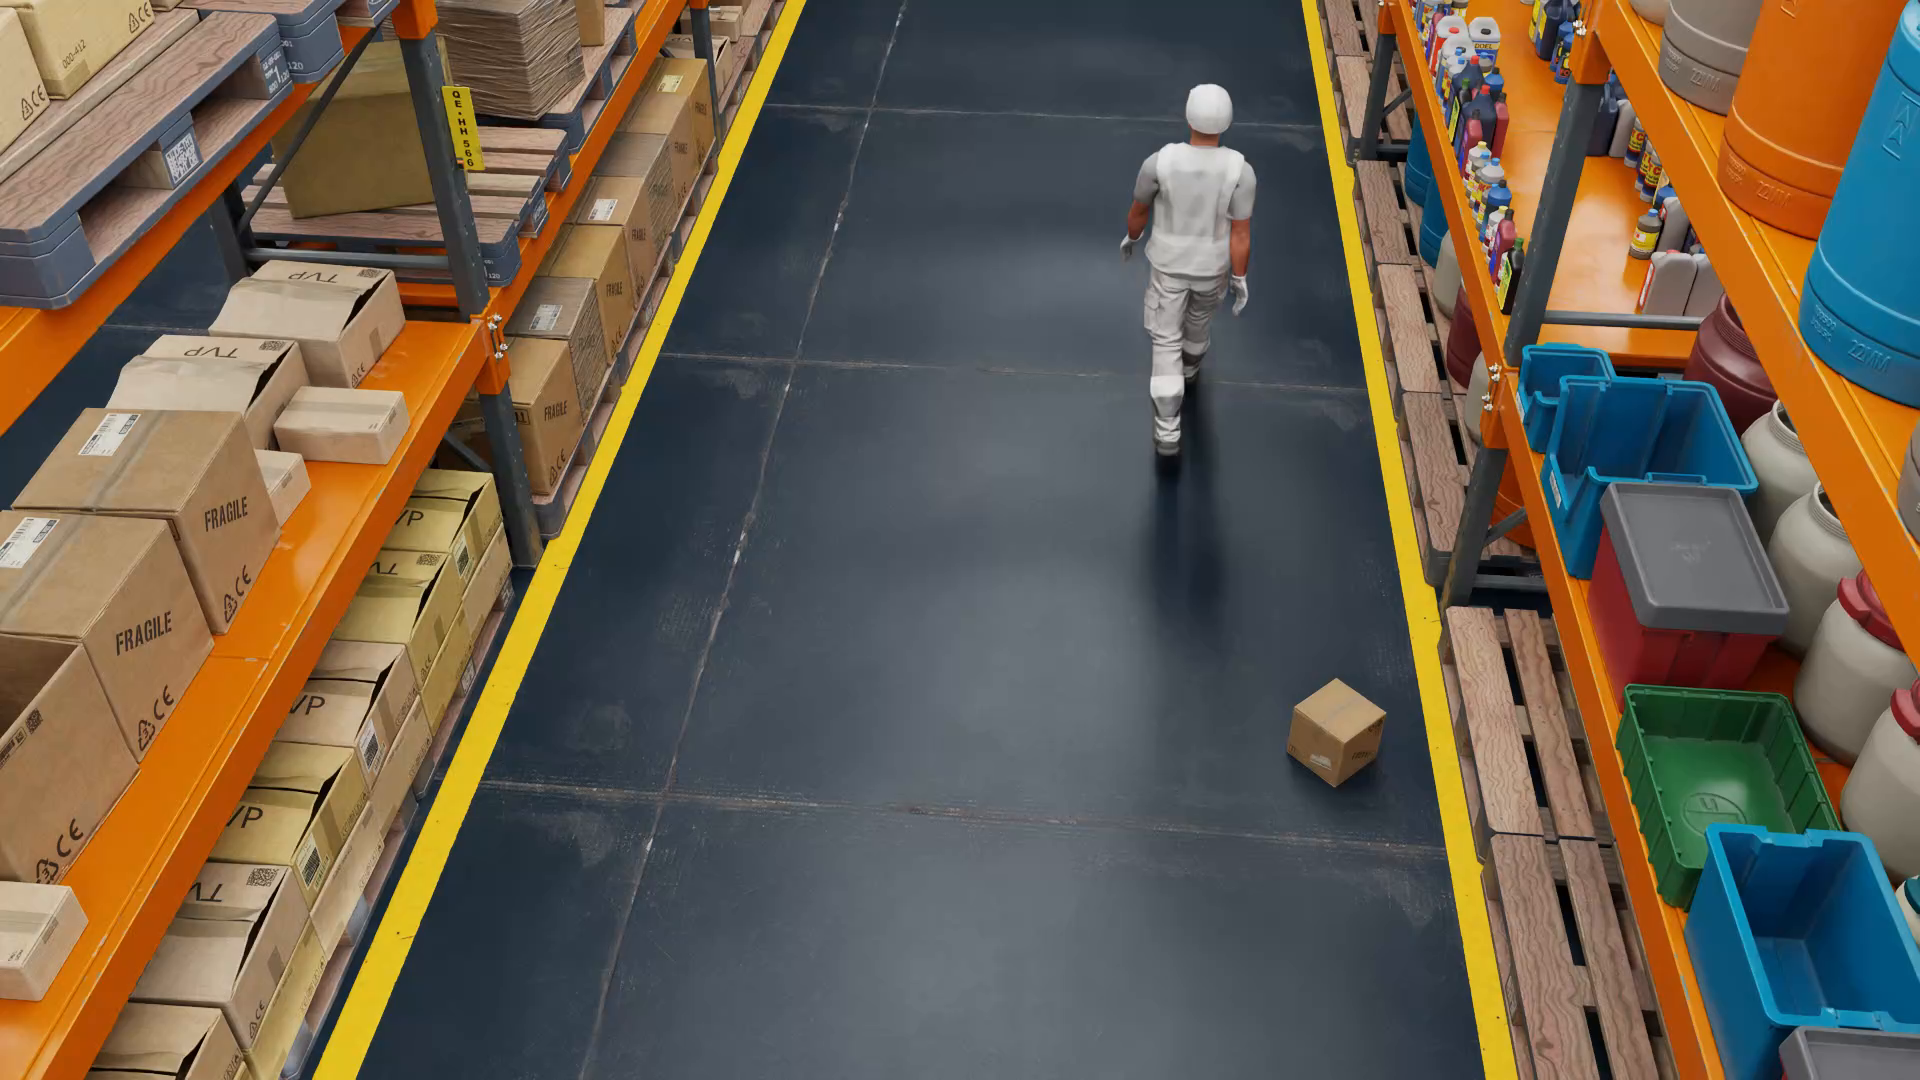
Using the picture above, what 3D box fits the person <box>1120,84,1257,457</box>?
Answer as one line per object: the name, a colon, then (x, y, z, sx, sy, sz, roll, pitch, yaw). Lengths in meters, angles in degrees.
person: (1.042, -1.313, 7.725, 0.586, 1.747, 1.052, 2, 40, 3)
